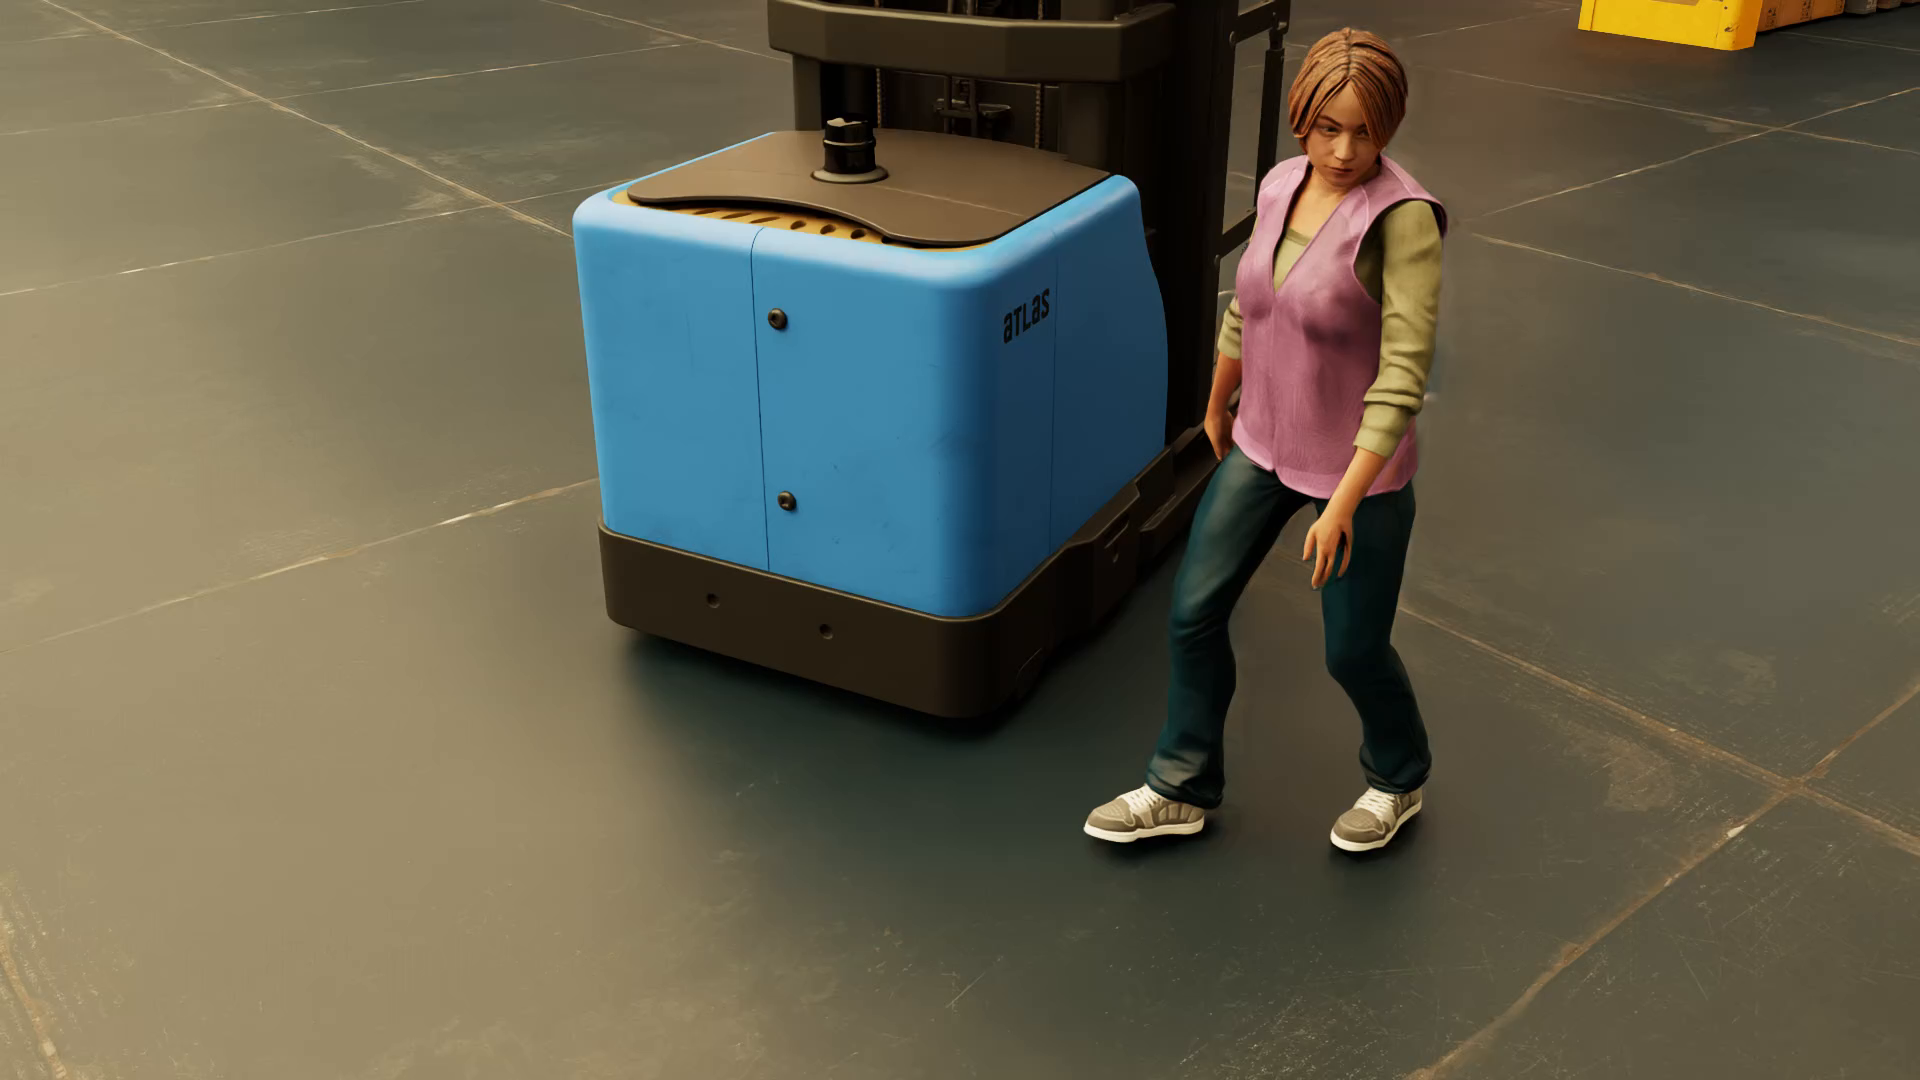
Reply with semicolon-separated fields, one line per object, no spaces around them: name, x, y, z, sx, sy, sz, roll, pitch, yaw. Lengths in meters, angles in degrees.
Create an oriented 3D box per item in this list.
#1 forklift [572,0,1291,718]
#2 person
forklift;0.285;-1.552;4.331;1.130;2.935;3.031;13;29;25
person;0.580;-0.124;3.018;0.677;1.549;0.583;-20;33;-34
